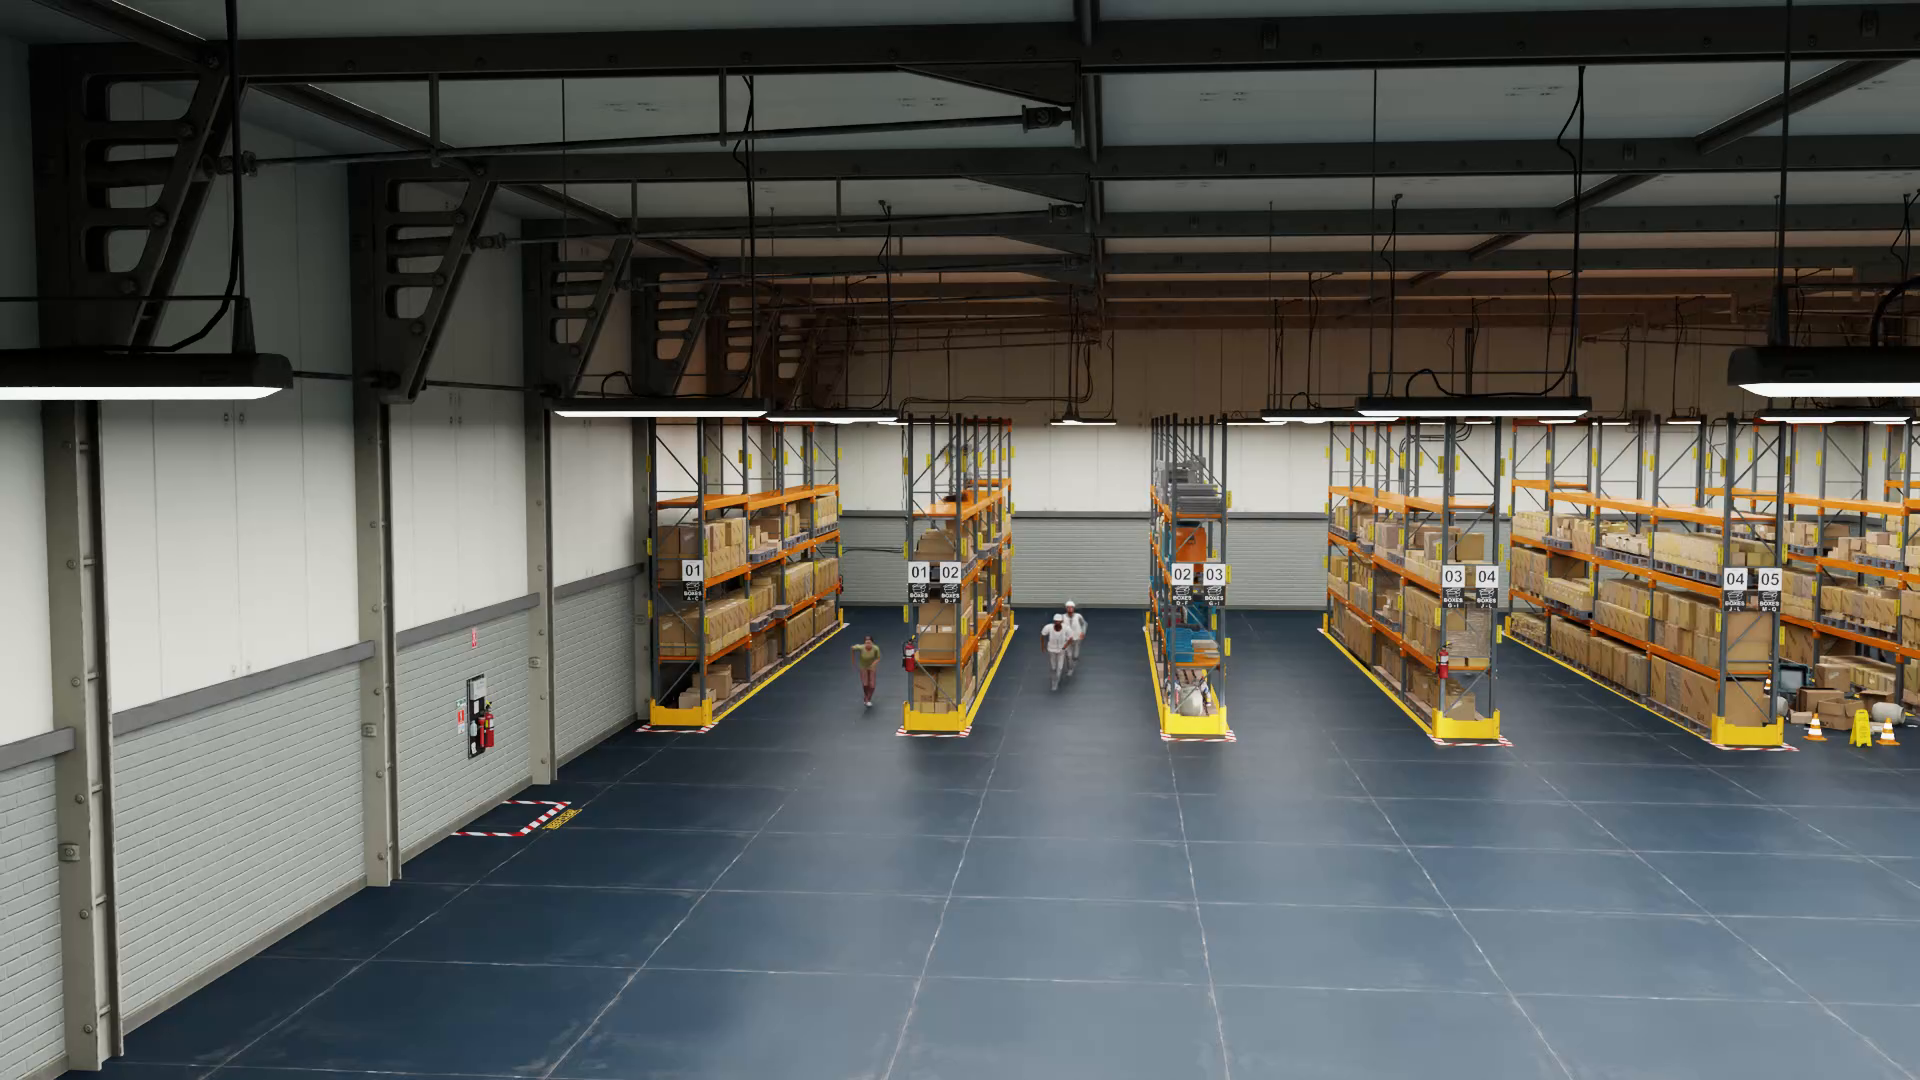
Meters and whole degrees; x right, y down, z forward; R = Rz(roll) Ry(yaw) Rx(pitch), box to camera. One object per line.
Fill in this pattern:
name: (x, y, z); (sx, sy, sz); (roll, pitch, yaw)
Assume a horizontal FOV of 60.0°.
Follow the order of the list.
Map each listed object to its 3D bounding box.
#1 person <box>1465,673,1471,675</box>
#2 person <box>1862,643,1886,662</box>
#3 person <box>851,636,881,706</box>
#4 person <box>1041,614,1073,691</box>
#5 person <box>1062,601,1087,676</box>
person: (11.811, 2.307, 38.509); (0.605, 1.659, 0.537); (0, 4, 7)
person: (22.157, 2.162, 40.246); (0.631, 1.776, 0.820); (0, 4, -5)
person: (-1.928, 2.682, 34.080); (0.605, 1.504, 0.804); (0, 4, -7)
person: (2.123, 2.446, 36.443); (0.693, 1.689, 0.782); (0, 4, -4)
person: (2.590, 2.275, 38.439); (0.675, 1.736, 0.653); (0, 4, 6)
